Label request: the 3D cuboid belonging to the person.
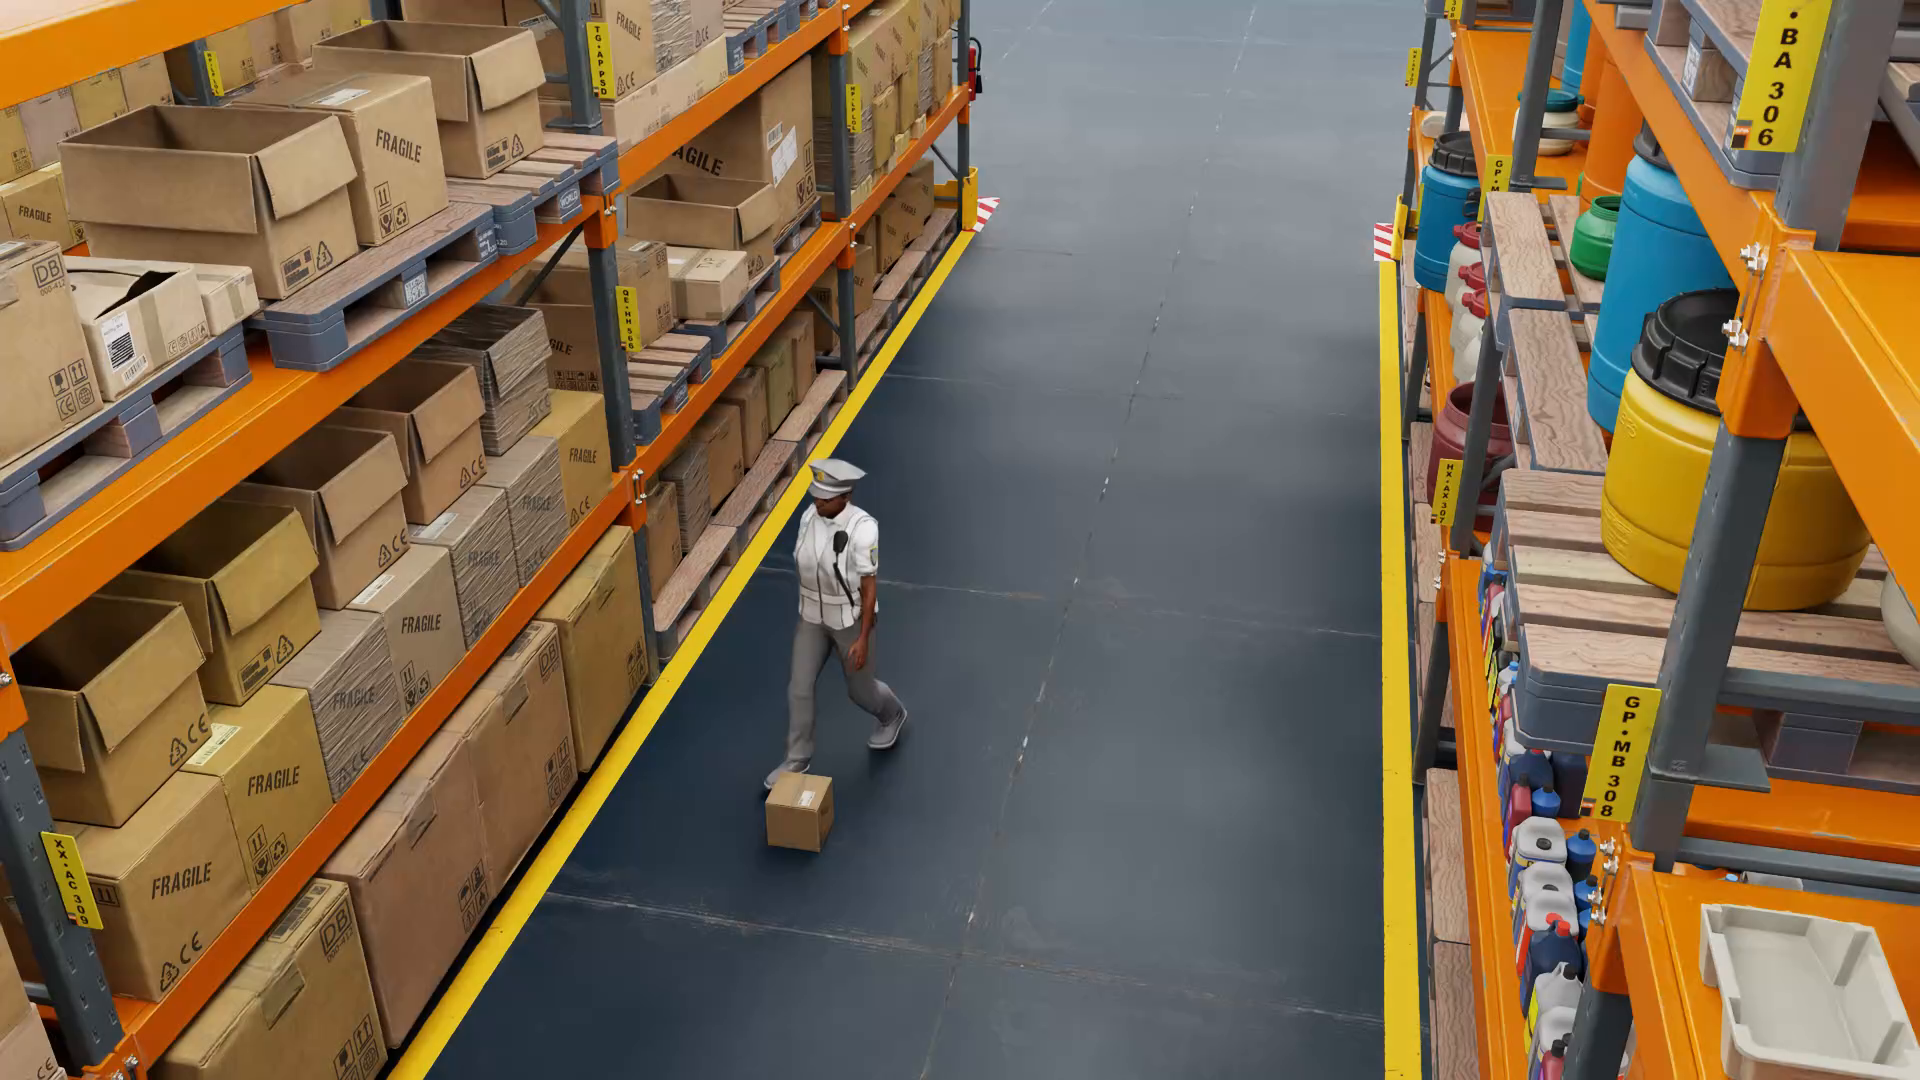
[{"bbox_3d":[-0.600,0.385,7.890,0.463,1.645,0.787,14,32,24],"label":"person"}]
